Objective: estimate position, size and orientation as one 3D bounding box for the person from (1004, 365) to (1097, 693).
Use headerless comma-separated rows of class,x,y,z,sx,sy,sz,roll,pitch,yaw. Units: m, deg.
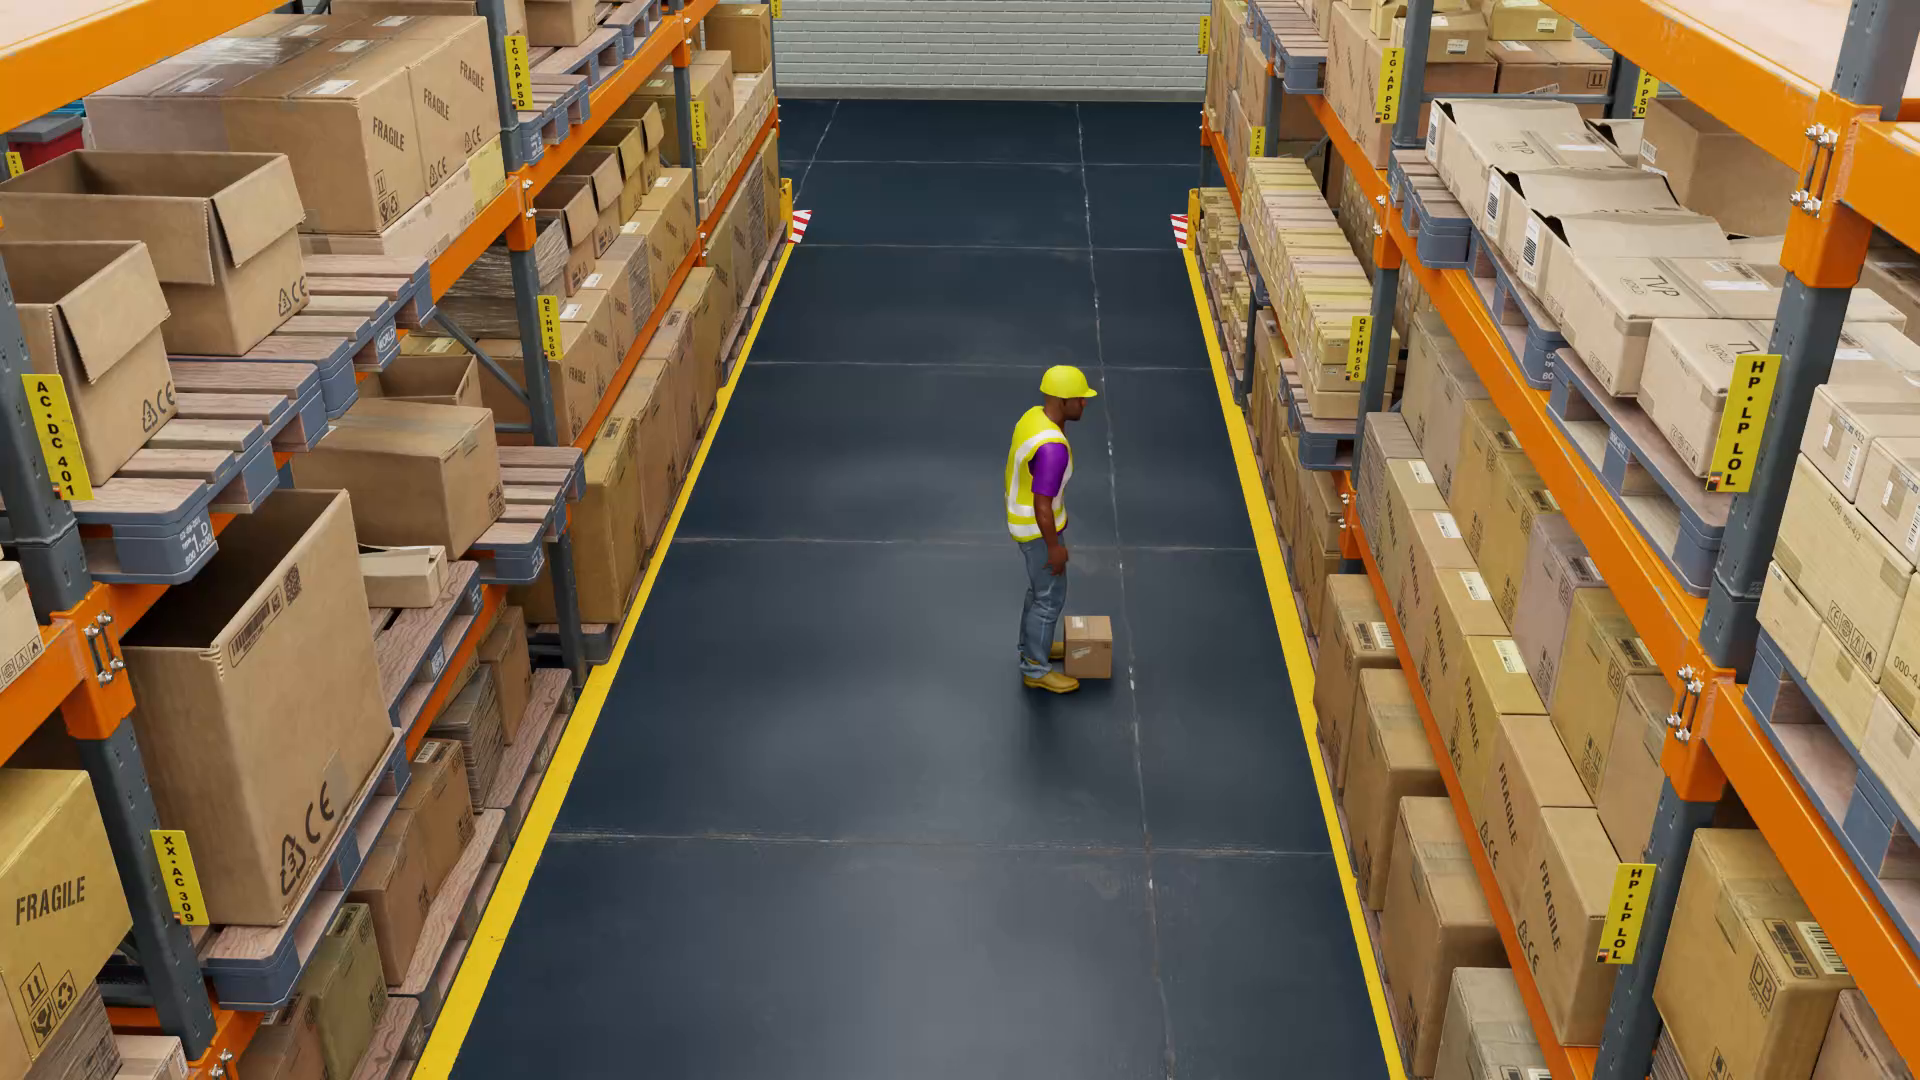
person,0.465,-0.083,8.760,0.462,1.759,0.632,-1,28,-1
